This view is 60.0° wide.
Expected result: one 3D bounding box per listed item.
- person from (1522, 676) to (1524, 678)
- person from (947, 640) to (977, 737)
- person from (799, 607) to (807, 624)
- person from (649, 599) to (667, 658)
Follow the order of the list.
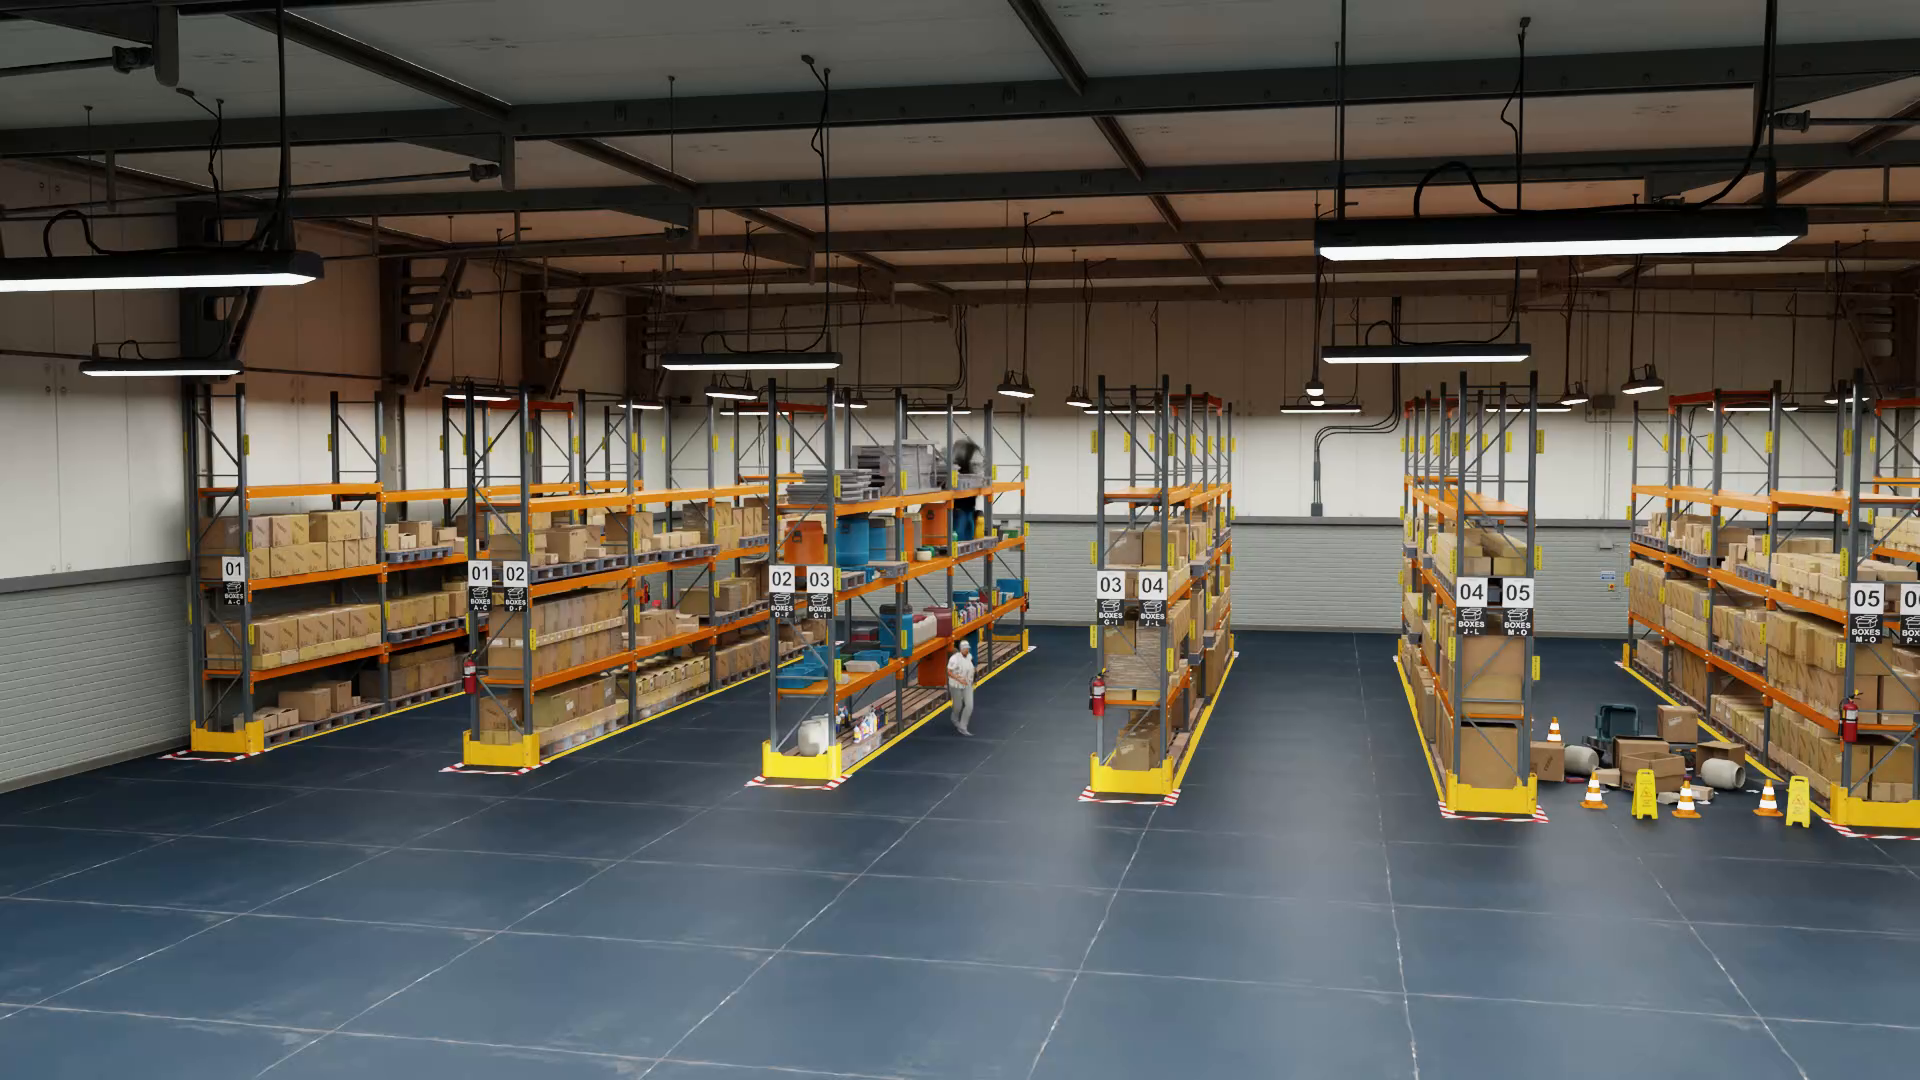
[{"bbox_3d":[11.880,2.125,35.643,0.666,1.709,1.001,0,3,4],"label":"person"},{"bbox_3d":[-0.021,2.544,28.846,0.560,1.649,0.784,-1,4,-23],"label":"person"},{"bbox_3d":[-3.964,1.749,43.640,0.599,1.539,0.524,2,4,25],"label":"person"},{"bbox_3d":[-6.447,2.114,35.939,0.702,1.735,1.051,1,3,11],"label":"person"}]
